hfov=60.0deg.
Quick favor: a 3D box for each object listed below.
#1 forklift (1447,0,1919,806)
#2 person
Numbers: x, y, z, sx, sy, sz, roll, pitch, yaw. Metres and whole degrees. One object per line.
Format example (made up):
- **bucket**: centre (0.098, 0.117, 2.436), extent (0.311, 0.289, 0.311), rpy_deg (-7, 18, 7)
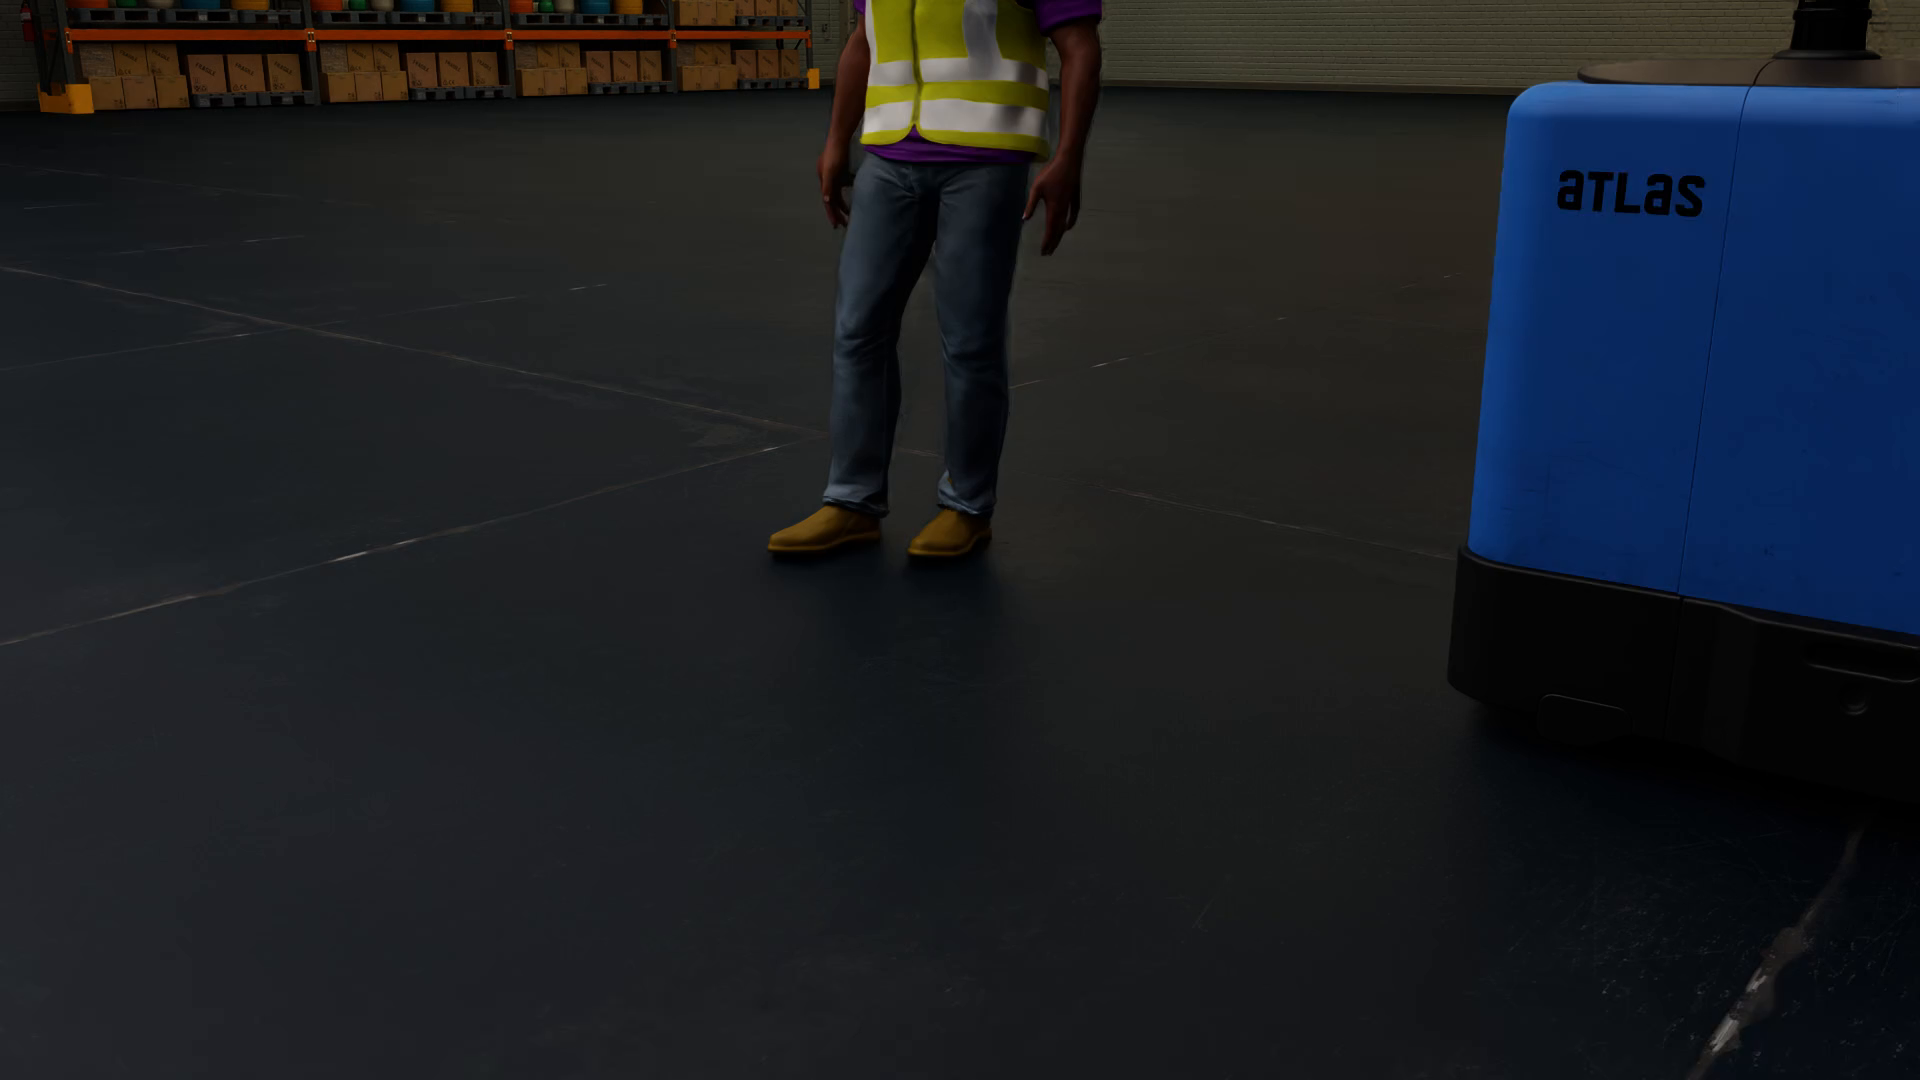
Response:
- **forklift**: centre (2.350, -0.954, 2.038), extent (3.031, 2.935, 1.130), rpy_deg (11, 20, 33)
- **person**: centre (-0.050, -0.811, 3.592), extent (0.701, 1.764, 0.530), rpy_deg (10, 20, 30)
